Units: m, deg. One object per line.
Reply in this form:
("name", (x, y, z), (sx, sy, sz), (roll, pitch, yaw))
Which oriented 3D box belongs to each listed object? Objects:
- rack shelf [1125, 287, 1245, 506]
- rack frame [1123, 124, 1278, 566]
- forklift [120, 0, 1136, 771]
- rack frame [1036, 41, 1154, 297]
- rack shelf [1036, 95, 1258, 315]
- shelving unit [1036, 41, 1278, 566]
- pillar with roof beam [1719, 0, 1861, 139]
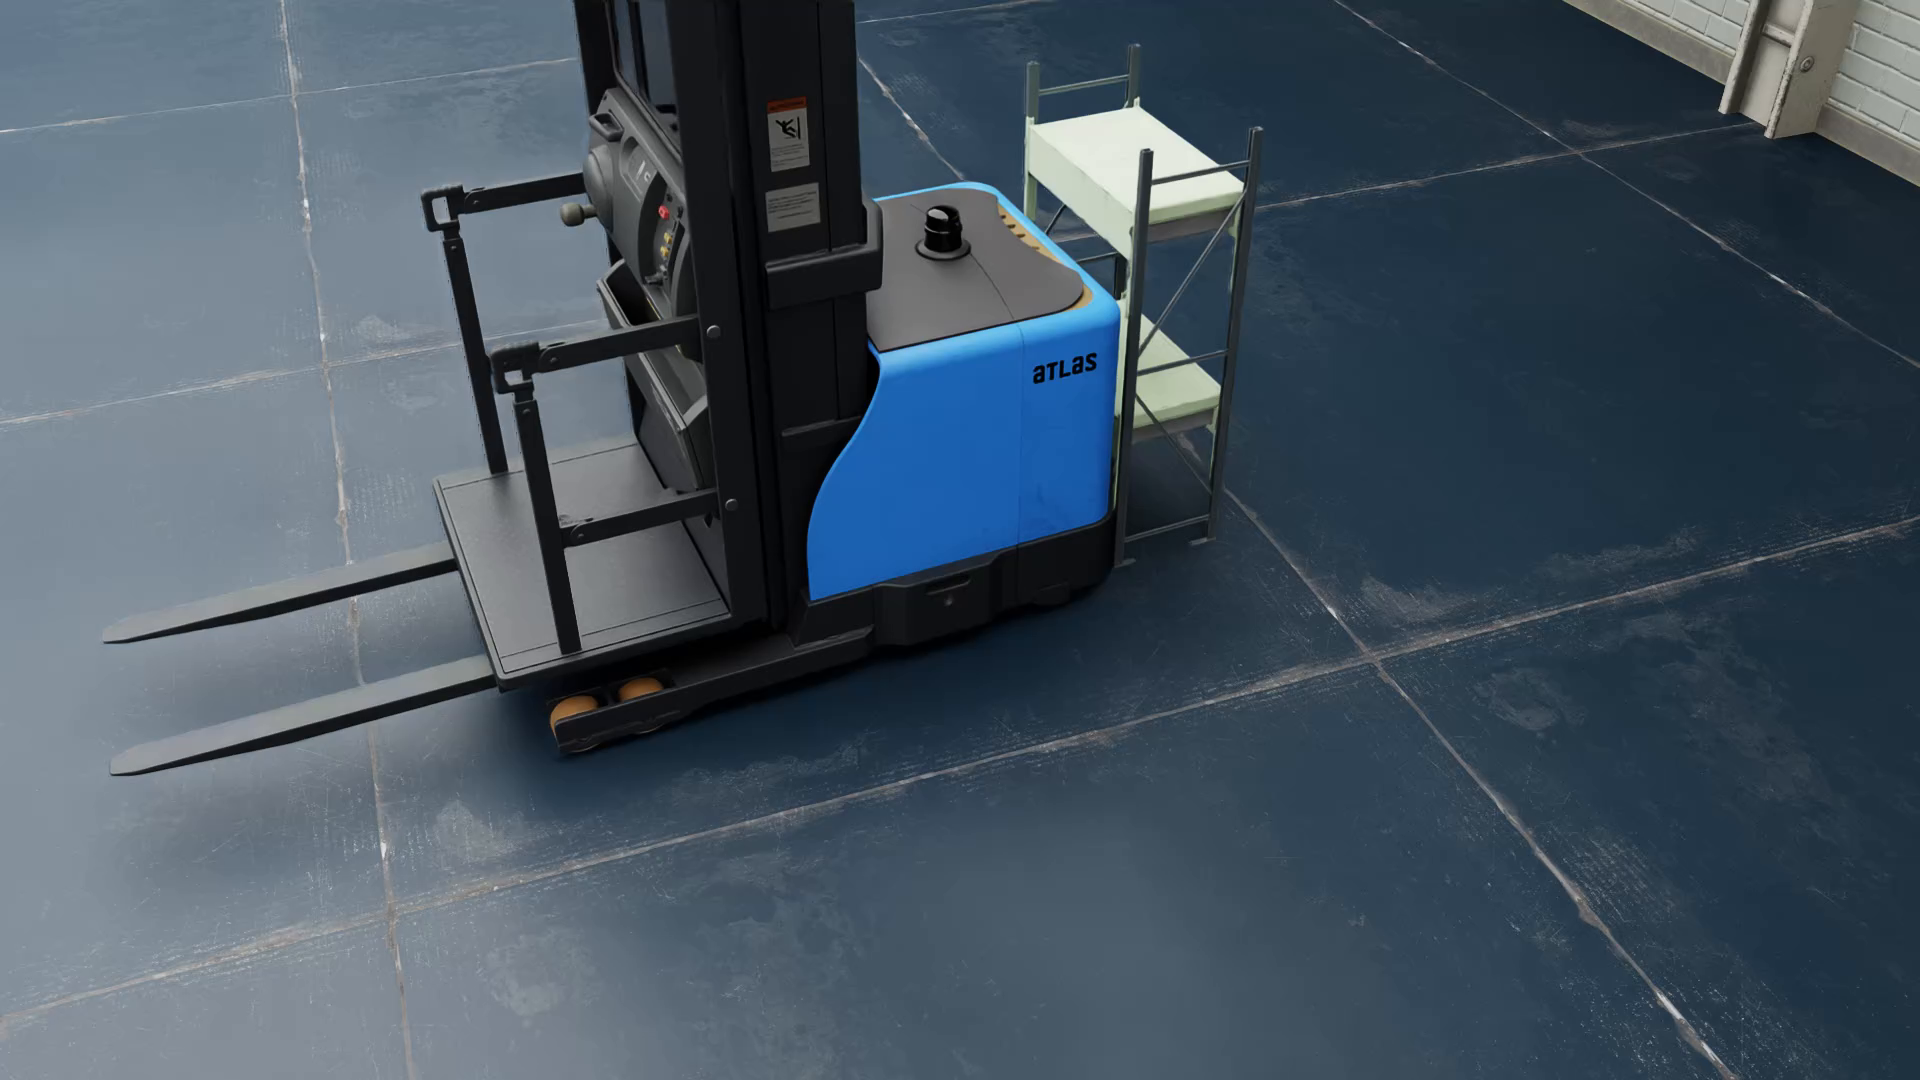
("rack shelf", (0.593, -0.507, 5.718), (0.431, 0.370, 0.720), (-15, 40, -19))
("rack frame", (0.743, -0.567, 5.255), (0.400, 1.500, 0.023), (-15, 40, -19))
("forklift", (-1.024, -0.920, 4.535), (3.031, 2.935, 1.130), (-15, 40, -19))
("rack frame", (0.444, -0.969, 5.789), (0.400, 1.500, 0.023), (-15, 40, -19))
("rack shelf", (0.594, -1.079, 5.288), (0.431, 0.370, 0.720), (-15, 40, -19))
("shelving unit", (0.593, -0.768, 5.522), (0.431, 1.500, 0.755), (-15, 40, -19))
("pillar with roof beam", (0.159, -4.886, 4.758), (9.100, 9.000, 0.400), (-12, 39, -16))
